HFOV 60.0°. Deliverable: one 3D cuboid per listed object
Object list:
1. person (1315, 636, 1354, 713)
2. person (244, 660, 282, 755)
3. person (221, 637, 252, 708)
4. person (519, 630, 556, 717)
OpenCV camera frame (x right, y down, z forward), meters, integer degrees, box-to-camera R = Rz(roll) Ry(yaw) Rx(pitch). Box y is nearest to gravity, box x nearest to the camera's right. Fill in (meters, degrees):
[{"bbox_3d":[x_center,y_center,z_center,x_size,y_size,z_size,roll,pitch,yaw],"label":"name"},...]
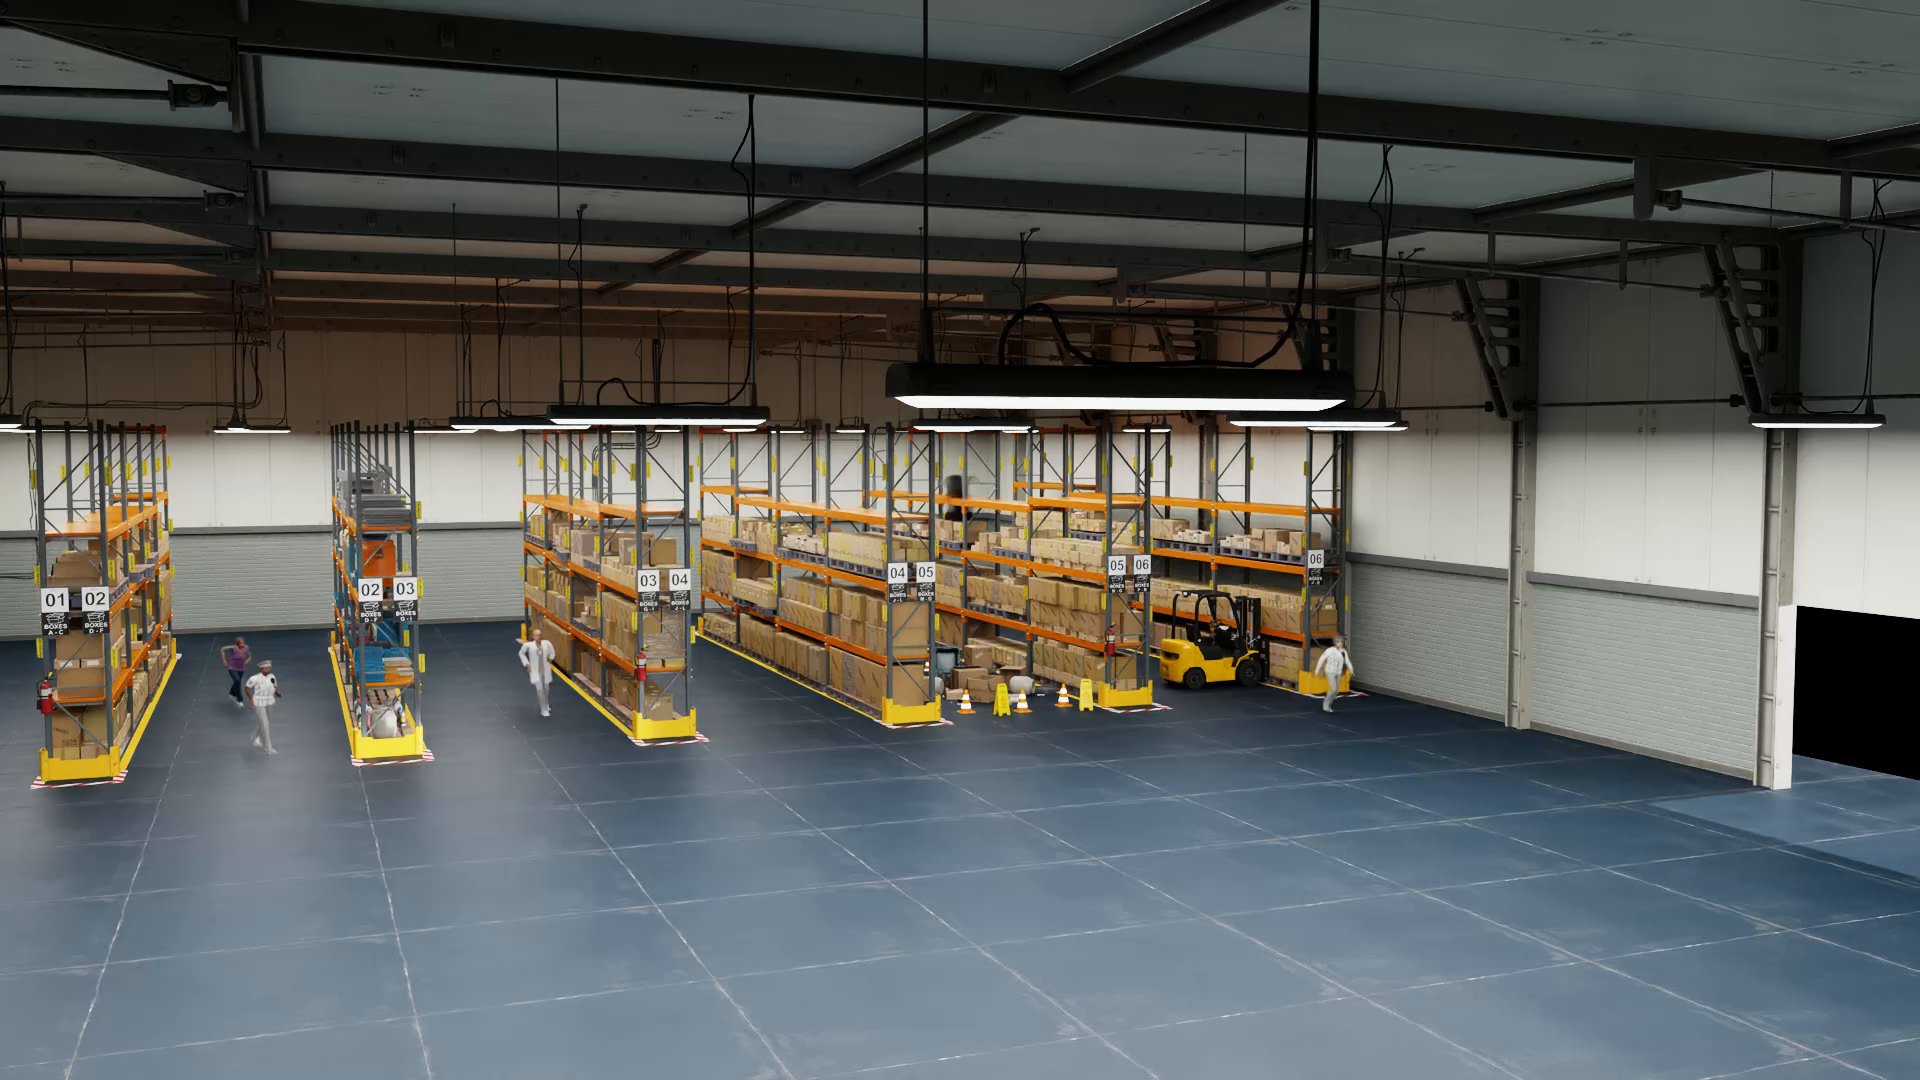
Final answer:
[{"bbox_3d":[7.723,2.766,34.217,0.529,1.622,0.754,-1,4,-20],"label":"person"},{"bbox_3d":[-12.648,2.998,30.139,0.929,1.685,0.545,2,4,34],"label":"person"},{"bbox_3d":[-15.345,2.791,35.221,0.586,1.541,0.908,-3,5,-39],"label":"person"},{"bbox_3d":[-8.621,2.699,34.019,0.706,1.755,0.944,-2,4,-31],"label":"person"}]
